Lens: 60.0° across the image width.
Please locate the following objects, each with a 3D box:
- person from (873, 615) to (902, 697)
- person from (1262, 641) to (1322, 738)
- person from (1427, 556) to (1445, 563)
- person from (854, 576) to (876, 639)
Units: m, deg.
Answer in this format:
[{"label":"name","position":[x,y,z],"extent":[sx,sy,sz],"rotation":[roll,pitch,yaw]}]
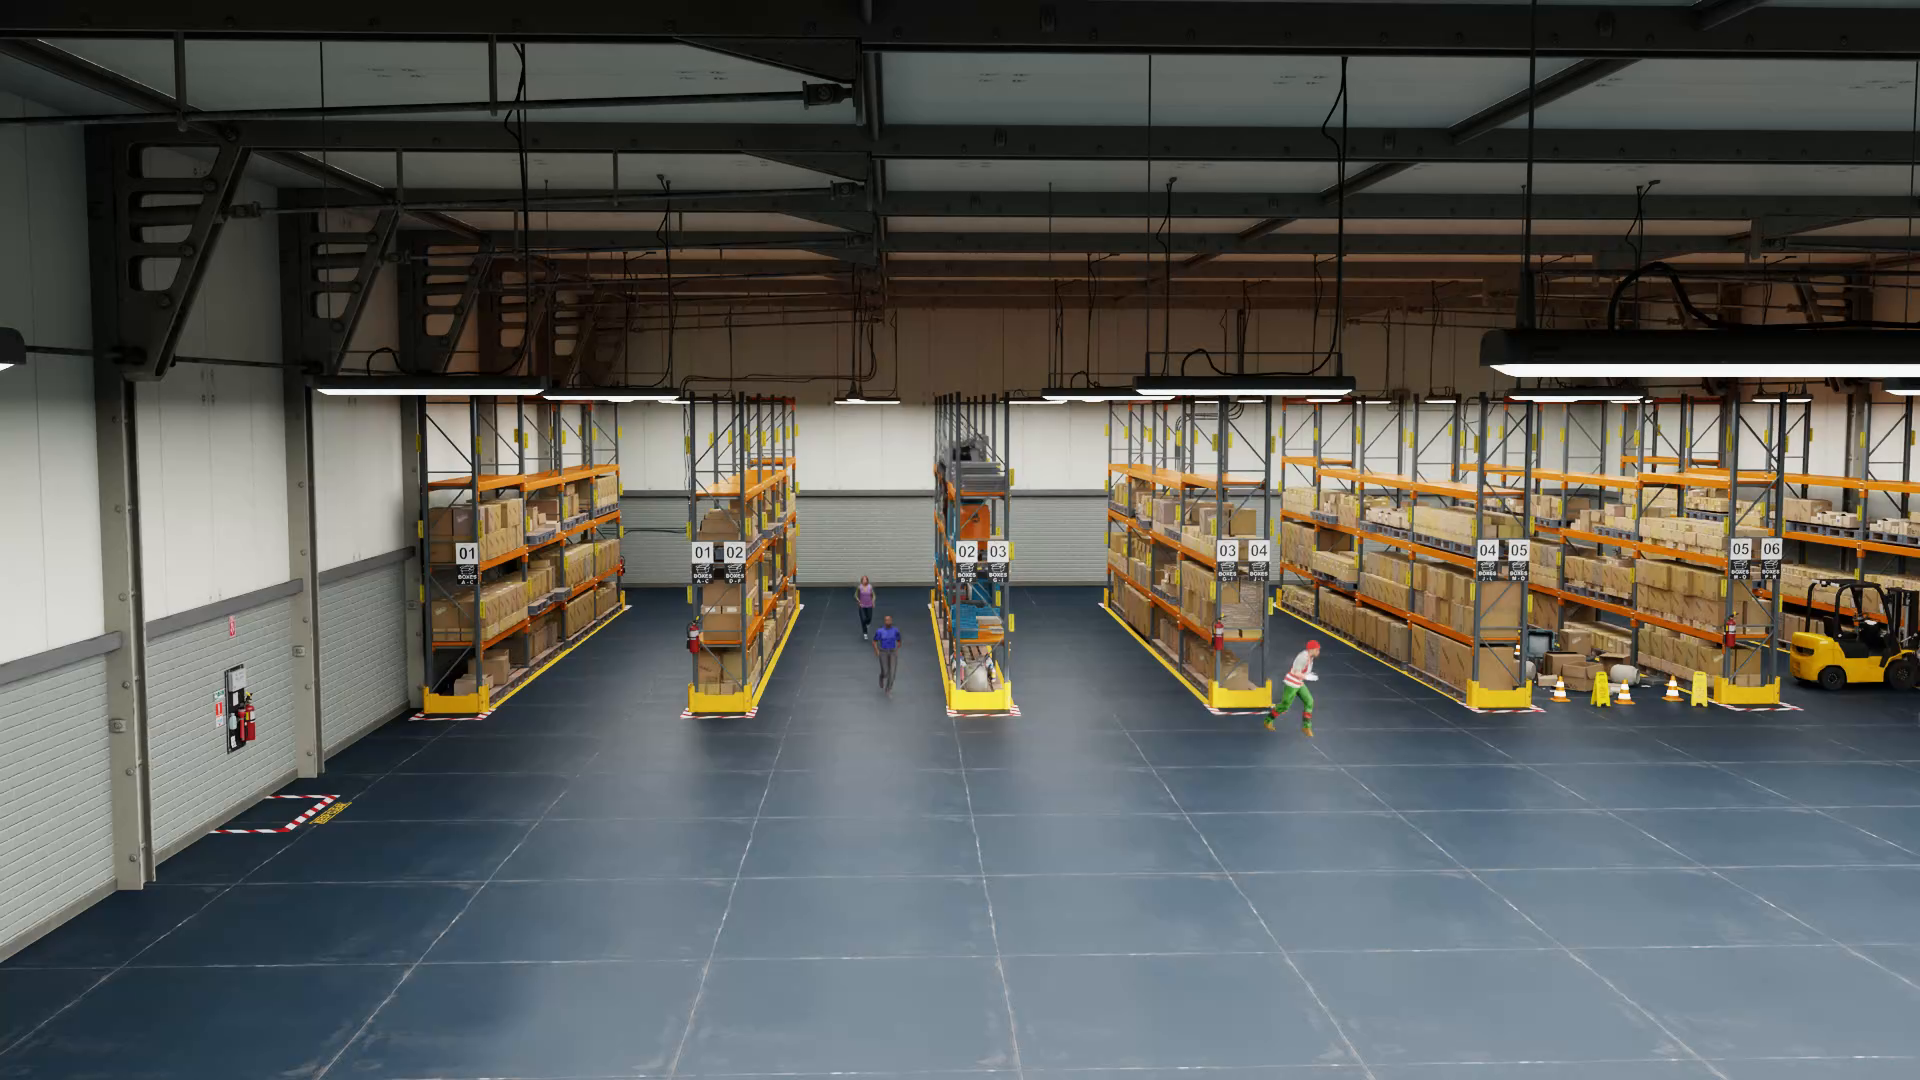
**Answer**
[{"label":"person","position":[-1.429,2.295,33.006],"extent":[0.583,1.605,0.558],"rotation":[-1,5,-12]},{"label":"person","position":[5.788,2.586,28.946],"extent":[1.048,1.732,0.706],"rotation":[2,5,28]},{"label":"person","position":[14.054,0.936,49.224],"extent":[0.857,1.726,0.511],"rotation":[-1,5,-9]},{"label":"person","position":[-2.353,1.659,41.192],"extent":[0.541,1.560,0.549],"rotation":[-1,5,-8]}]
